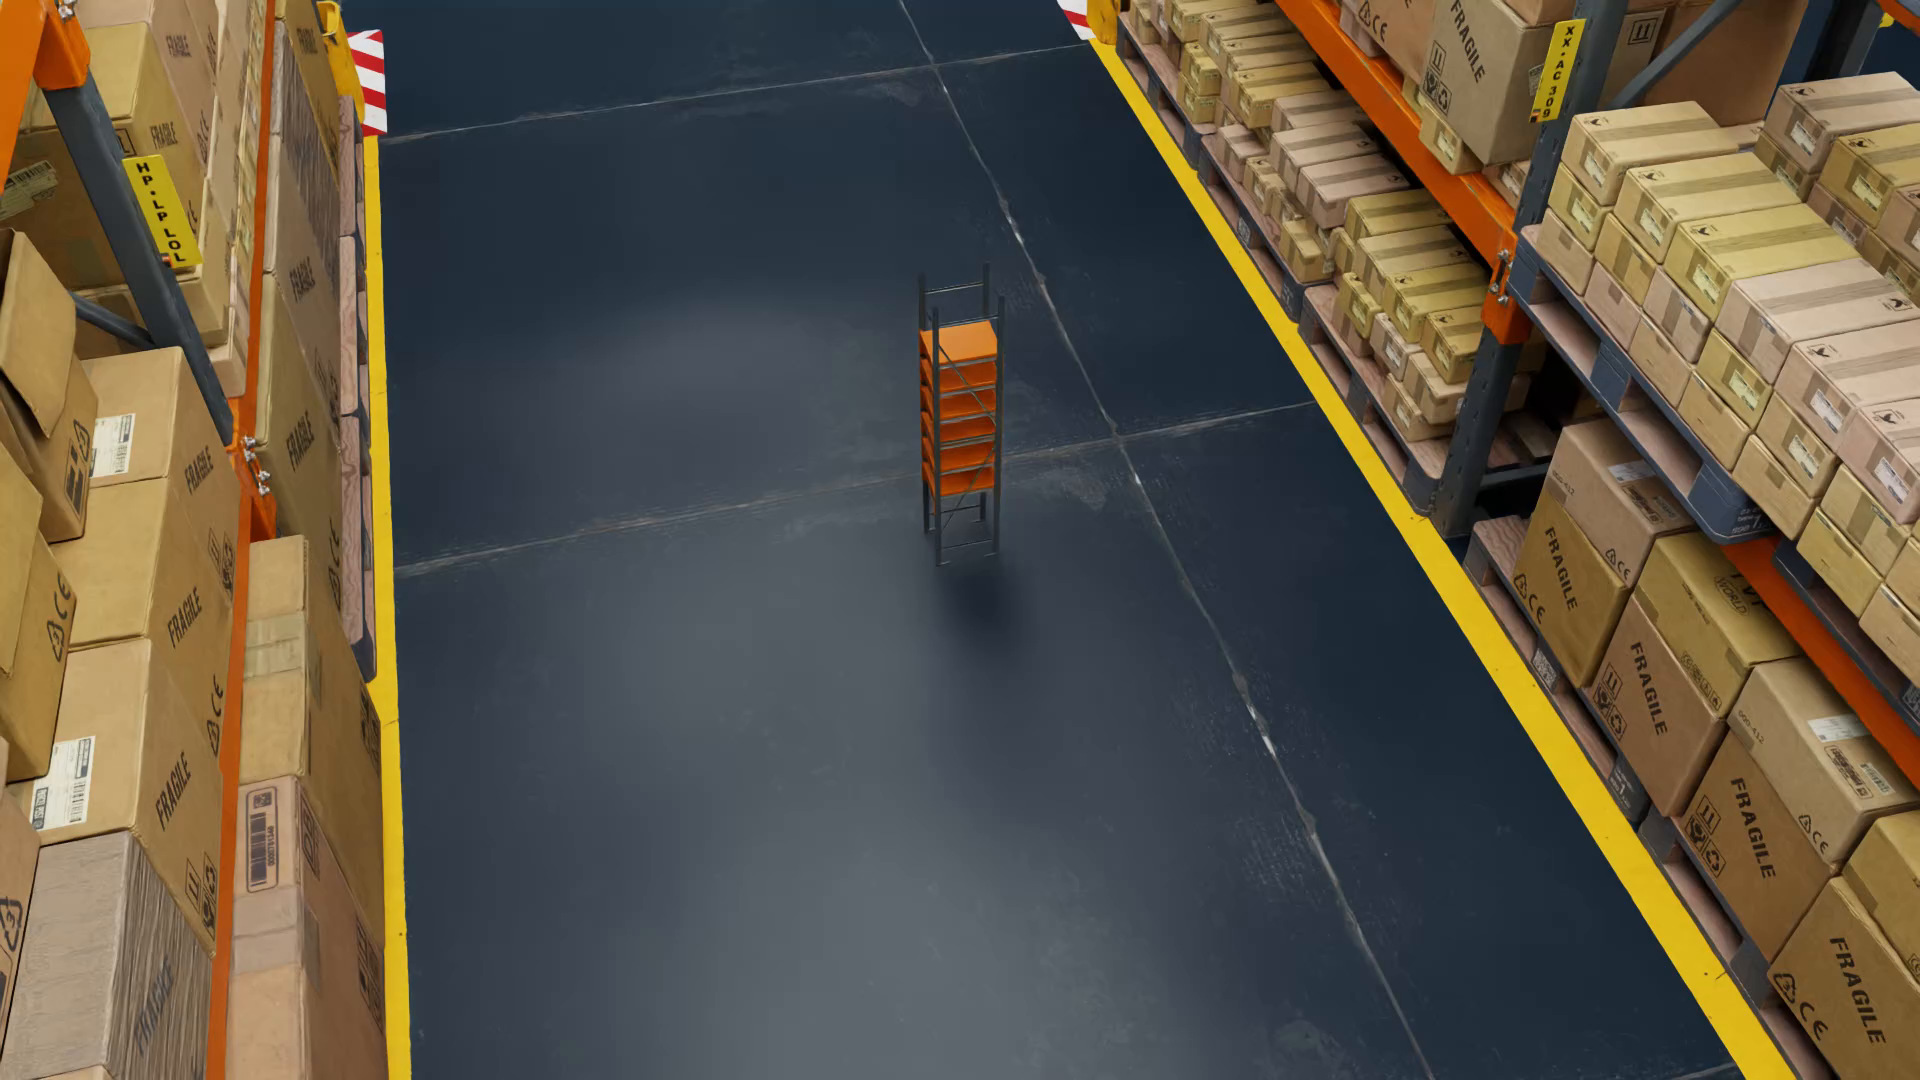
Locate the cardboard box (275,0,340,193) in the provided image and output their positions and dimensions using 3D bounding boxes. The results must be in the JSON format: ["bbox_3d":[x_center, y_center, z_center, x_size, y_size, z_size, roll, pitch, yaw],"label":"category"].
[{"bbox_3d":[-3.321,-2.080,7.382,0.875,0.875,0.875,-11,47,-10],"label":"cardboard box"}]

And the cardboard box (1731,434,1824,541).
[{"bbox_3d":[2.204,-0.170,4.198,0.380,0.149,0.250,-13,47,-12],"label":"cardboard box"}]

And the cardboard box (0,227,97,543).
[{"bbox_3d":[-2.367,-0.289,3.661,0.797,0.503,0.637,-12,47,-11],"label":"cardboard box"}]

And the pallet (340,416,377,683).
[{"bbox_3d":[-2.657,0.094,6.010,1.003,0.211,1.213,-11,47,-10],"label":"pallet"}]

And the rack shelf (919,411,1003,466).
[{"bbox_3d":[0.004,-0.379,5.843,0.258,0.103,0.180,-11,47,-10],"label":"rack shelf"}]

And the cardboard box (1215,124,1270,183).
[{"bbox_3d":[1.396,-1.791,7.607,0.380,0.149,0.250,-13,47,-12],"label":"cardboard box"}]

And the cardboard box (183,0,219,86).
[{"bbox_3d":[-2.670,-1.734,5.221,0.500,0.500,0.500,-12,47,-12],"label":"cardboard box"}]

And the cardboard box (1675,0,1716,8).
[{"bbox_3d":[2.402,-2.025,5.156,0.500,0.500,0.500,-10,46,-9],"label":"cardboard box"}]

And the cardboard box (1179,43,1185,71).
[{"bbox_3d":[1.300,-2.334,8.140,0.380,0.149,0.250,-10,46,-10],"label":"cardboard box"}]

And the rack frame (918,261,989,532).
[{"bbox_3d":[-0.020,-0.473,5.874,0.240,1.200,0.006,-11,47,-10],"label":"rack frame"}]

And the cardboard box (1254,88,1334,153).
[{"bbox_3d":[1.538,-1.891,7.497,0.380,0.149,0.250,-9,46,-8],"label":"cardboard box"}]

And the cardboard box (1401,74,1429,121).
[{"bbox_3d":[1.801,-1.600,5.893,0.380,0.149,0.250,-9,46,-9],"label":"cardboard box"}]

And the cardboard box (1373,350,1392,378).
[{"bbox_3d":[1.867,-0.732,6.569,0.380,0.149,0.250,-10,46,-9],"label":"cardboard box"}]

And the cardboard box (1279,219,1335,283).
[{"bbox_3d":[1.588,-1.252,7.079,0.380,0.149,0.250,-11,47,-10],"label":"cardboard box"}]

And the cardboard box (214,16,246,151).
[{"bbox_3d":[-2.666,-1.467,5.485,0.500,0.250,0.500,-10,46,-9],"label":"cardboard box"}]

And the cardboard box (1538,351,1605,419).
[{"bbox_3d":[2.500,-0.639,6.478,0.380,0.149,0.250,-13,47,-12],"label":"cardboard box"}]

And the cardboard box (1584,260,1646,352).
[{"bbox_3d":[2.015,-0.692,4.710,0.380,0.149,0.250,-10,46,-10],"label":"cardboard box"}]

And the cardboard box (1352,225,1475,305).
[{"bbox_3d":[1.765,-1.075,6.489,0.380,0.149,0.250,-11,47,-11],"label":"cardboard box"}]

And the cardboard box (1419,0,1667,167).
[{"bbox_3d":[1.886,-1.601,5.441,0.500,0.500,0.500,-11,47,-10],"label":"cardboard box"}]

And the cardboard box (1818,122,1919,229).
[{"bbox_3d":[2.644,-1.020,4.615,0.380,0.149,0.250,-12,47,-12],"label":"cardboard box"}]

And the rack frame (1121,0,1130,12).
[{"bbox_3d":[1.258,-3.941,8.012,1.000,3.000,0.127,-11,47,-10],"label":"rack frame"}]

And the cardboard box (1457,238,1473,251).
[{"bbox_3d":[2.184,-1.249,6.867,0.380,0.149,0.250,-13,47,-12],"label":"cardboard box"}]

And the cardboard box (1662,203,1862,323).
[{"bbox_3d":[2.079,-0.722,4.323,0.380,0.149,0.250,-10,46,-10],"label":"cardboard box"}]

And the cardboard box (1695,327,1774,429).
[{"bbox_3d":[2.141,-0.451,4.265,0.380,0.149,0.250,-13,47,-12],"label":"cardboard box"}]

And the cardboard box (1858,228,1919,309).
[{"bbox_3d":[2.704,-0.751,4.559,0.380,0.149,0.250,-9,46,-9],"label":"cardboard box"}]

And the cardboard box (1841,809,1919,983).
[{"bbox_3d":[2.623,0.923,4.177,0.500,0.250,0.500,-10,46,-9],"label":"cardboard box"}]

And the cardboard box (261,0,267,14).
[{"bbox_3d":[-2.890,-2.126,6.409,0.380,0.149,0.250,-12,47,-11],"label":"cardboard box"}]

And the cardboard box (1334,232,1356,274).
[{"bbox_3d":[1.758,-1.150,6.770,0.380,0.149,0.250,-10,46,-10],"label":"cardboard box"}]

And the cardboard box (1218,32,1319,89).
[{"bbox_3d":[1.397,-2.160,7.552,0.380,0.149,0.250,-9,46,-9],"label":"cardboard box"}]

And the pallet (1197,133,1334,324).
[{"bbox_3d":[1.760,-1.505,7.577,1.003,0.211,1.213,-11,47,-10],"label":"pallet"}]

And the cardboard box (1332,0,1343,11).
[{"bbox_3d":[1.647,-2.150,6.432,0.380,0.149,0.250,-11,47,-11],"label":"cardboard box"}]

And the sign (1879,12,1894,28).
[{"bbox_3d":[2.818,-1.689,4.994,0.100,0.325,0.005,-11,47,-10],"label":"sign"}]

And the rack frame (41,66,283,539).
[{"bbox_3d":[-2.538,-0.343,4.486,1.000,3.000,0.127,-11,47,-10],"label":"rack frame"}]

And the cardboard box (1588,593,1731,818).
[{"bbox_3d":[2.352,0.472,5.144,0.500,0.500,0.500,-9,46,-9],"label":"cardboard box"}]

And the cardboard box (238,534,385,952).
[{"bbox_3d":[-2.355,0.692,4.665,1.225,0.875,0.875,-11,47,-10],"label":"cardboard box"}]

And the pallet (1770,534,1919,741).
[{"bbox_3d":[2.760,0.290,4.000,1.003,0.211,1.213,-11,47,-10],"label":"pallet"}]

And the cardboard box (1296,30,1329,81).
[{"bbox_3d":[1.774,-2.320,7.917,0.380,0.149,0.250,-11,47,-11],"label":"cardboard box"}]

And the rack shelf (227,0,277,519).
[{"bbox_3d":[-3.050,-1.472,6.096,1.077,0.370,4.000,-11,47,-10],"label":"rack shelf"}]

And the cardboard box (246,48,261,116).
[{"bbox_3d":[-2.693,-1.596,5.890,0.380,0.149,0.250,-12,47,-11],"label":"cardboard box"}]

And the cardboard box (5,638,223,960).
[{"bbox_3d":[-1.894,0.598,3.494,0.500,0.500,0.500,-11,47,-11],"label":"cardboard box"}]

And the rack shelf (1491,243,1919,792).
[{"bbox_3d":[2.794,0.453,4.210,1.077,0.370,4.000,-11,47,-10],"label":"rack shelf"}]

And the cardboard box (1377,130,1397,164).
[{"bbox_3d":[2.094,-1.803,7.411,0.380,0.149,0.250,-10,46,-10],"label":"cardboard box"}]

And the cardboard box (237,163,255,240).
[{"bbox_3d":[-2.497,-1.064,5.369,0.380,0.149,0.250,-12,47,-11],"label":"cardboard box"}]

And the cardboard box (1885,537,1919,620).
[{"bbox_3d":[2.341,0.093,3.733,0.380,0.149,0.250,-12,47,-11],"label":"cardboard box"}]

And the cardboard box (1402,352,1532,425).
[{"bbox_3d":[1.895,-0.592,6.224,0.380,0.149,0.250,-10,46,-10],"label":"cardboard box"}]

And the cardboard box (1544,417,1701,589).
[{"bbox_3d":[2.216,-0.156,5.234,0.500,0.250,0.500,-13,47,-12],"label":"cardboard box"}]

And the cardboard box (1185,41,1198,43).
[{"bbox_3d":[1.308,-2.434,8.029,0.380,0.149,0.250,-10,46,-10],"label":"cardboard box"}]

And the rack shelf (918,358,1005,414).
[{"bbox_3d":[0.004,-0.547,5.672,0.258,0.103,0.180,-11,47,-10],"label":"rack shelf"}]

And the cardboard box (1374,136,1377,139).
[{"bbox_3d":[1.995,-1.883,7.697,0.380,0.149,0.250,-10,46,-10],"label":"cardboard box"}]

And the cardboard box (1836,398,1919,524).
[{"bbox_3d":[2.271,-0.199,3.810,0.380,0.149,0.250,-9,46,-9],"label":"cardboard box"}]

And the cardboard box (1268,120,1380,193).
[{"bbox_3d":[1.535,-1.622,7.025,0.380,0.149,0.250,-12,47,-12],"label":"cardboard box"}]

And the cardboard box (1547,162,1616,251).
[{"bbox_3d":[1.939,-0.987,4.791,0.380,0.149,0.250,-10,46,-10],"label":"cardboard box"}]

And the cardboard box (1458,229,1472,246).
[{"bbox_3d":[2.180,-1.355,6.764,0.380,0.149,0.250,-12,47,-11],"label":"cardboard box"}]

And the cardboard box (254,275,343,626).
[{"bbox_3d":[-2.630,-0.216,5.555,0.875,0.875,0.875,-11,47,-10],"label":"cardboard box"}]

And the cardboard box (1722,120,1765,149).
[{"bbox_3d":[2.526,-1.347,5.646,0.380,0.149,0.250,-9,46,-9],"label":"cardboard box"}]

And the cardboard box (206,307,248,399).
[{"bbox_3d":[-2.292,-0.520,4.835,0.380,0.149,0.250,-11,47,-10],"label":"cardboard box"}]

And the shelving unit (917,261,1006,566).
[{"bbox_3d":[0.004,-0.410,5.812,0.258,1.200,0.189,-11,47,-10],"label":"shelving unit"}]

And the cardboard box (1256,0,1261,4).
[{"bbox_3d":[1.251,-2.707,8.088,0.380,0.149,0.250,-10,46,-10],"label":"cardboard box"}]
